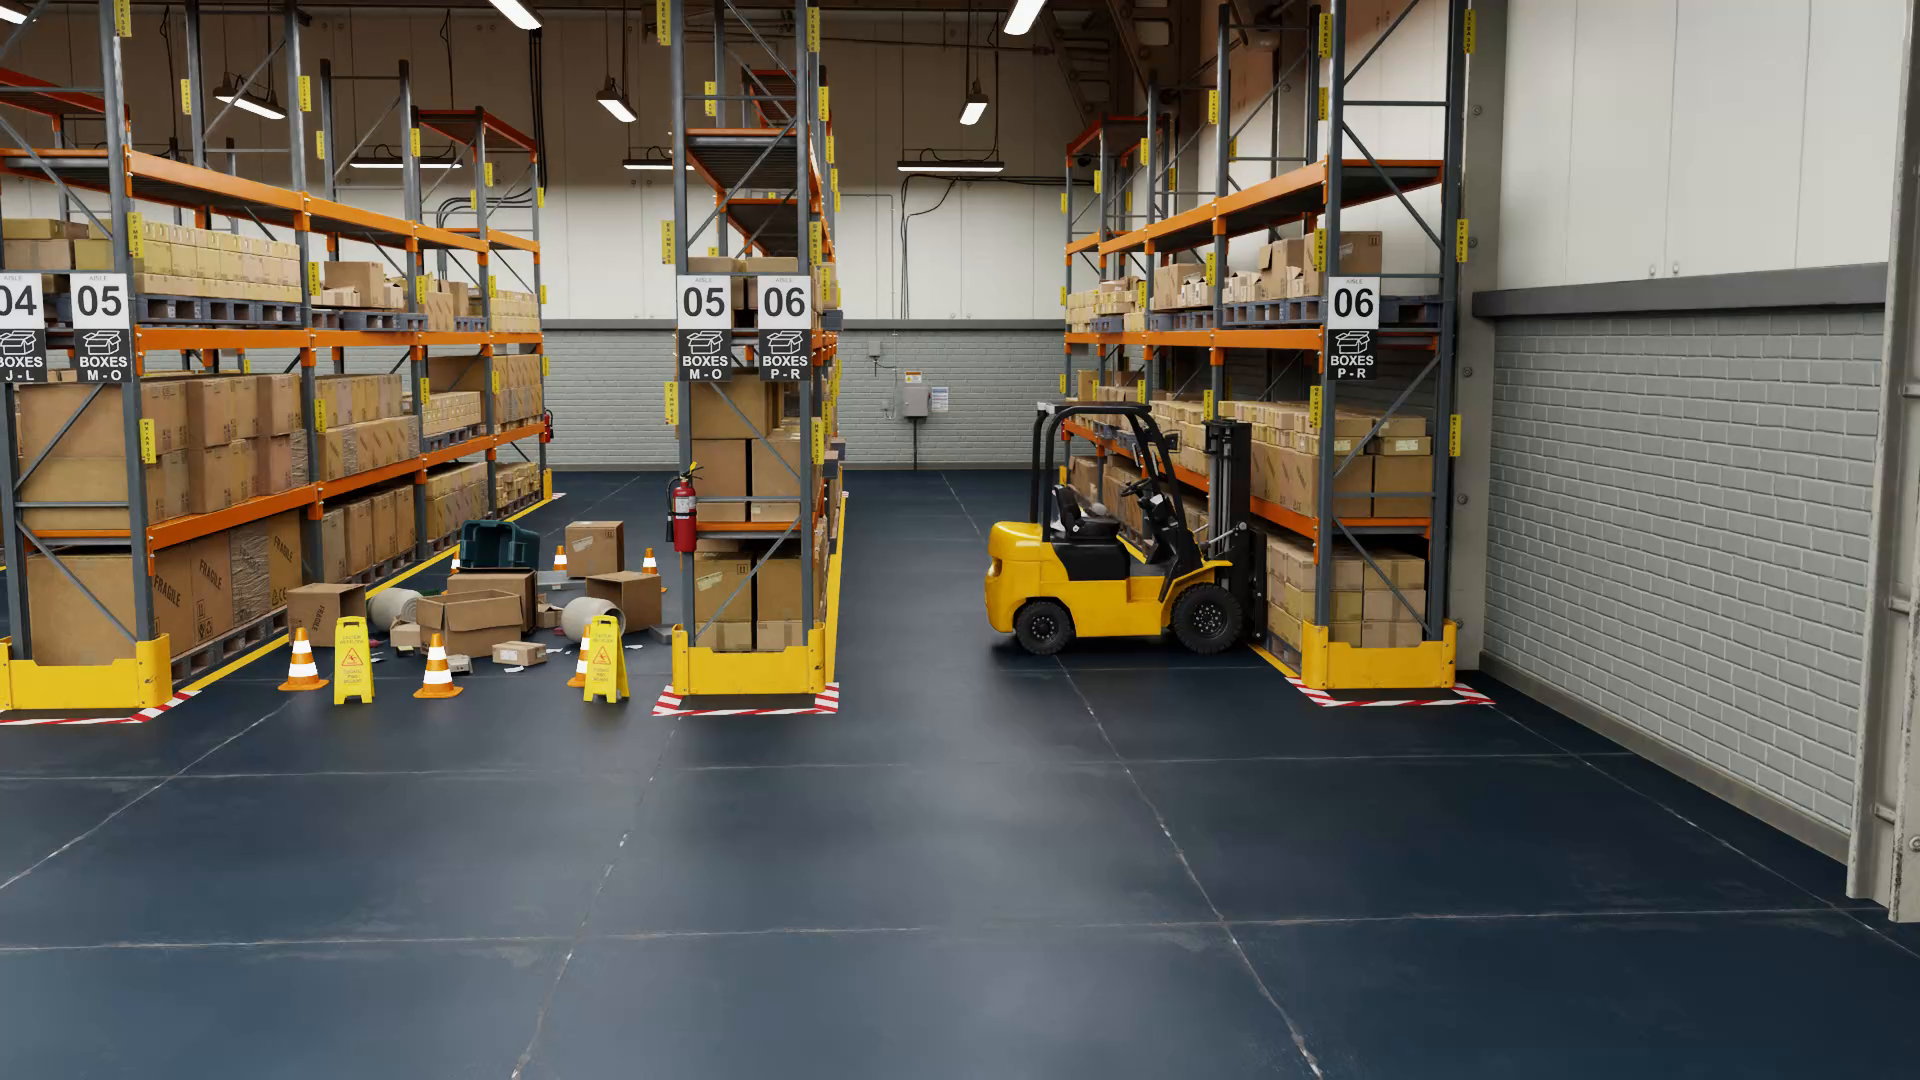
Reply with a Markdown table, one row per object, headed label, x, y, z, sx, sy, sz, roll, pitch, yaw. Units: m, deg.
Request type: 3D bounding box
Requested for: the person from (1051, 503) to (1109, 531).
| label | x | y | z | sx | sy | sz | roll | pitch | yaw |
| --- | --- | --- | --- | --- | --- | --- | --- | --- | --- |
| person | 1.081 | 0.190 | 16.514 | 0.827 | 1.108 | 0.537 | 0 | 7 | -4 |
